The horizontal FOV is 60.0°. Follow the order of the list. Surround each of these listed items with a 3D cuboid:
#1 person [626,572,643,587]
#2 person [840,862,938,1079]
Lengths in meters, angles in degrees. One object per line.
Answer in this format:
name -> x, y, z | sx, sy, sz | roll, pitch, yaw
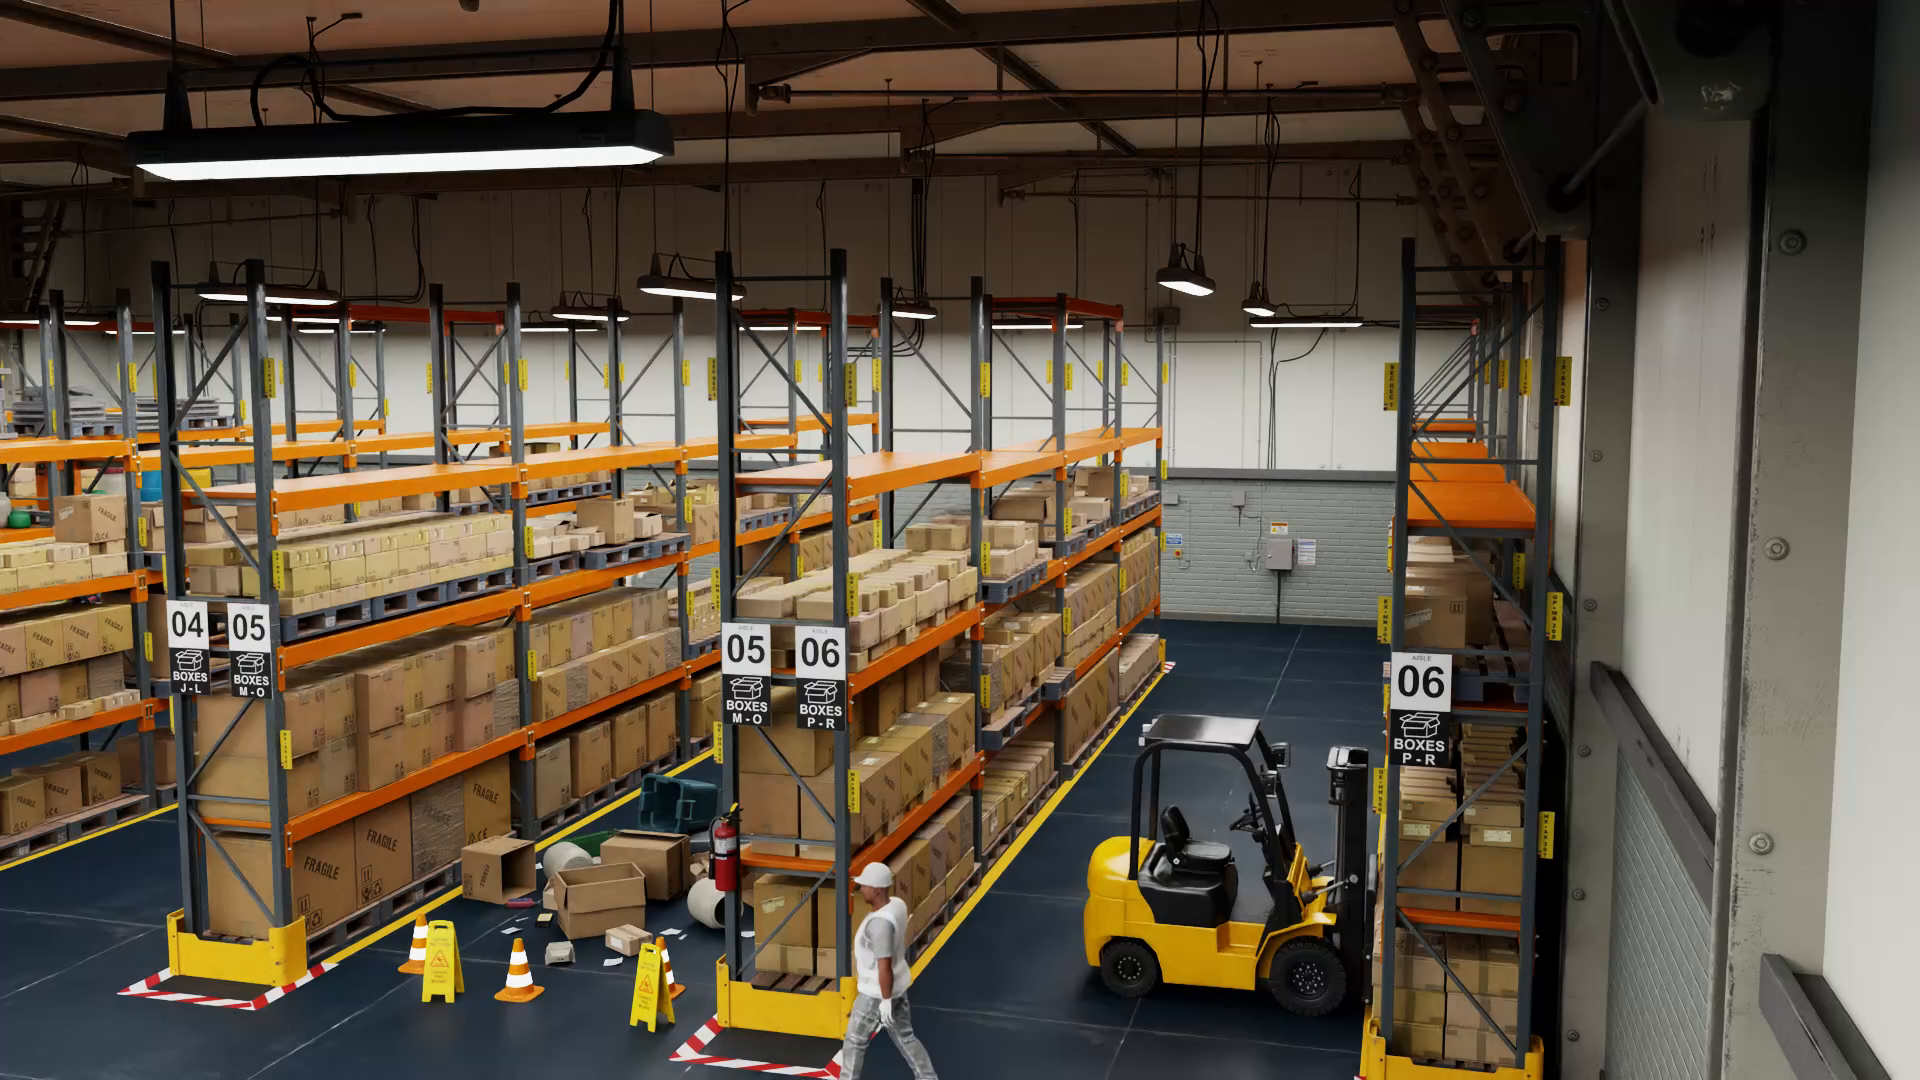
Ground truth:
person -> -6.882, 0.691, 33.907 | 0.531, 1.740, 1.021 | 3, 7, 24
person -> -0.574, 3.087, 11.483 | 0.878, 1.766, 0.554 | 2, 6, 18
